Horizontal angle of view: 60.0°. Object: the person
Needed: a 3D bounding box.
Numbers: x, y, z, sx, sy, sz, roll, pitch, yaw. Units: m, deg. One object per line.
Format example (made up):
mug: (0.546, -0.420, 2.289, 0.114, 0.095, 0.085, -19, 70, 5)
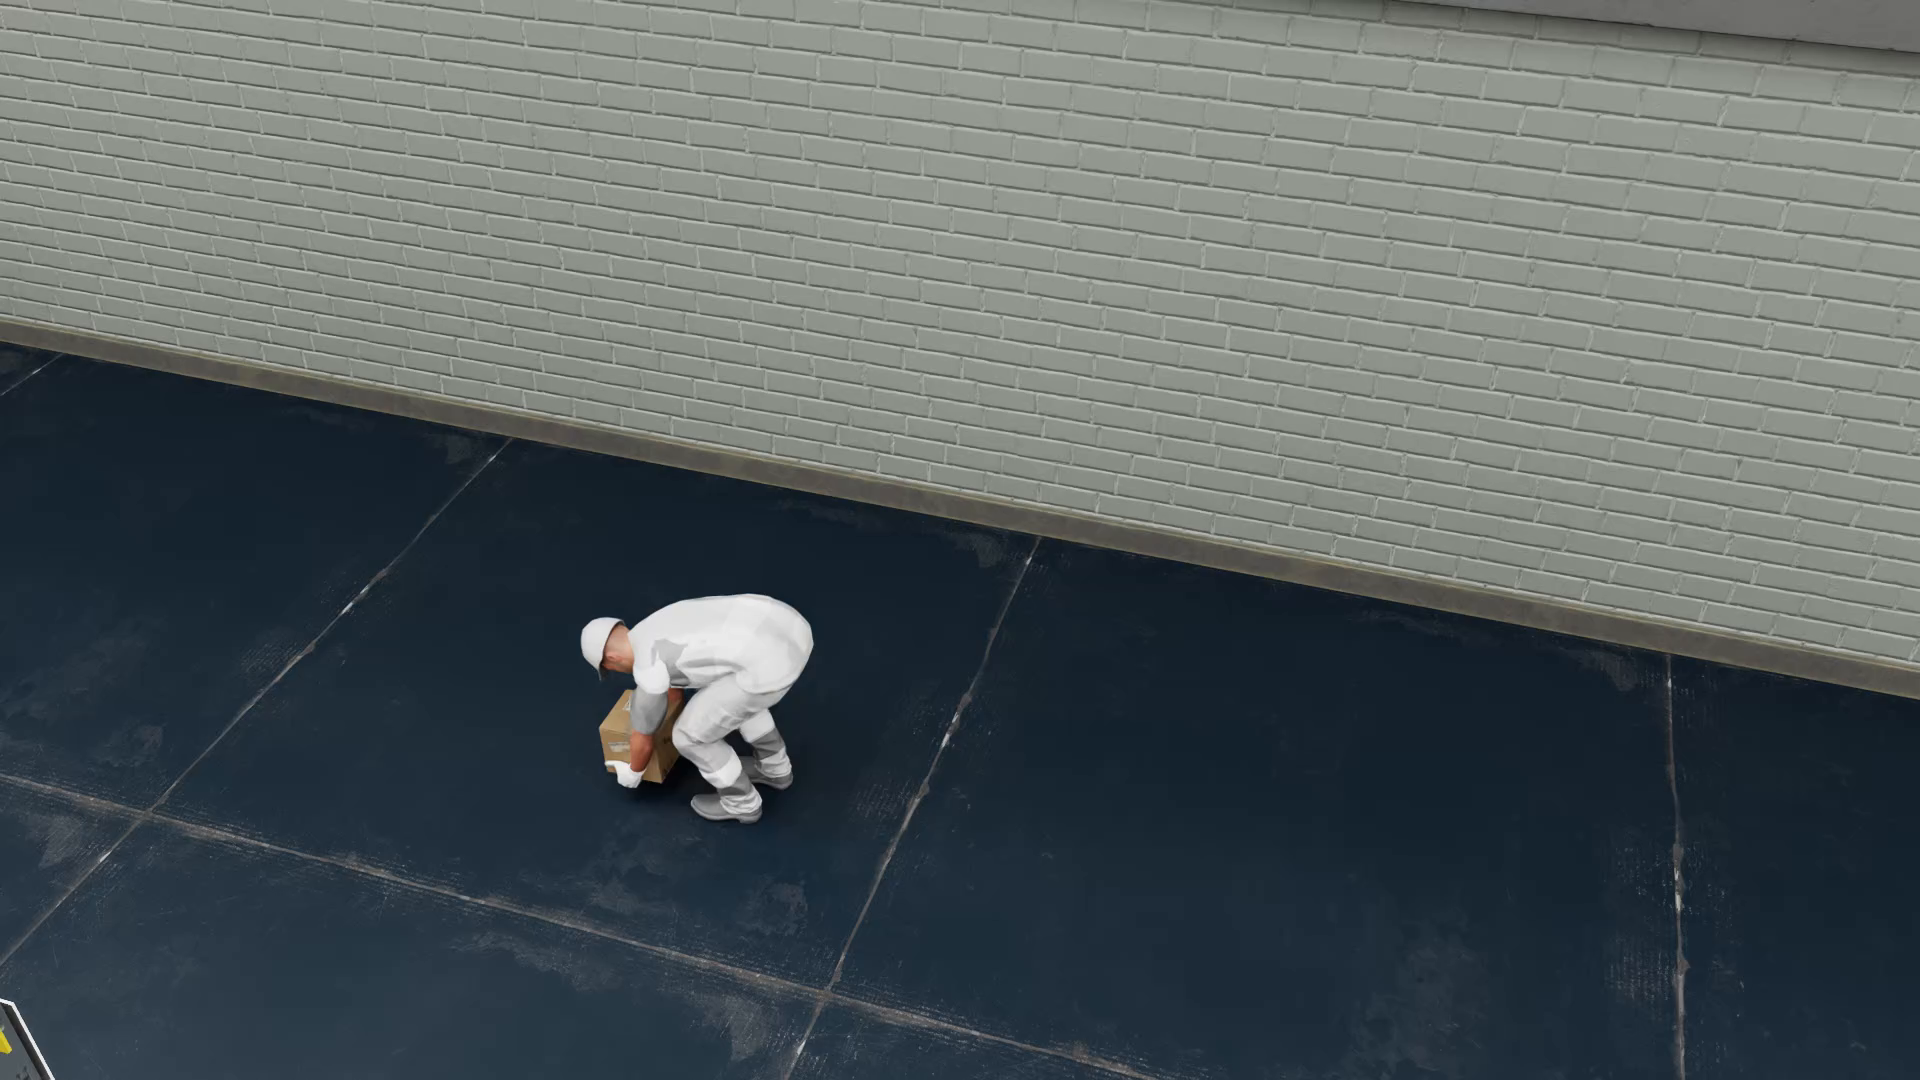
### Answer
person: (-1.047, 0.639, 6.662, 0.952, 1.010, 0.517, 9, 38, 12)
